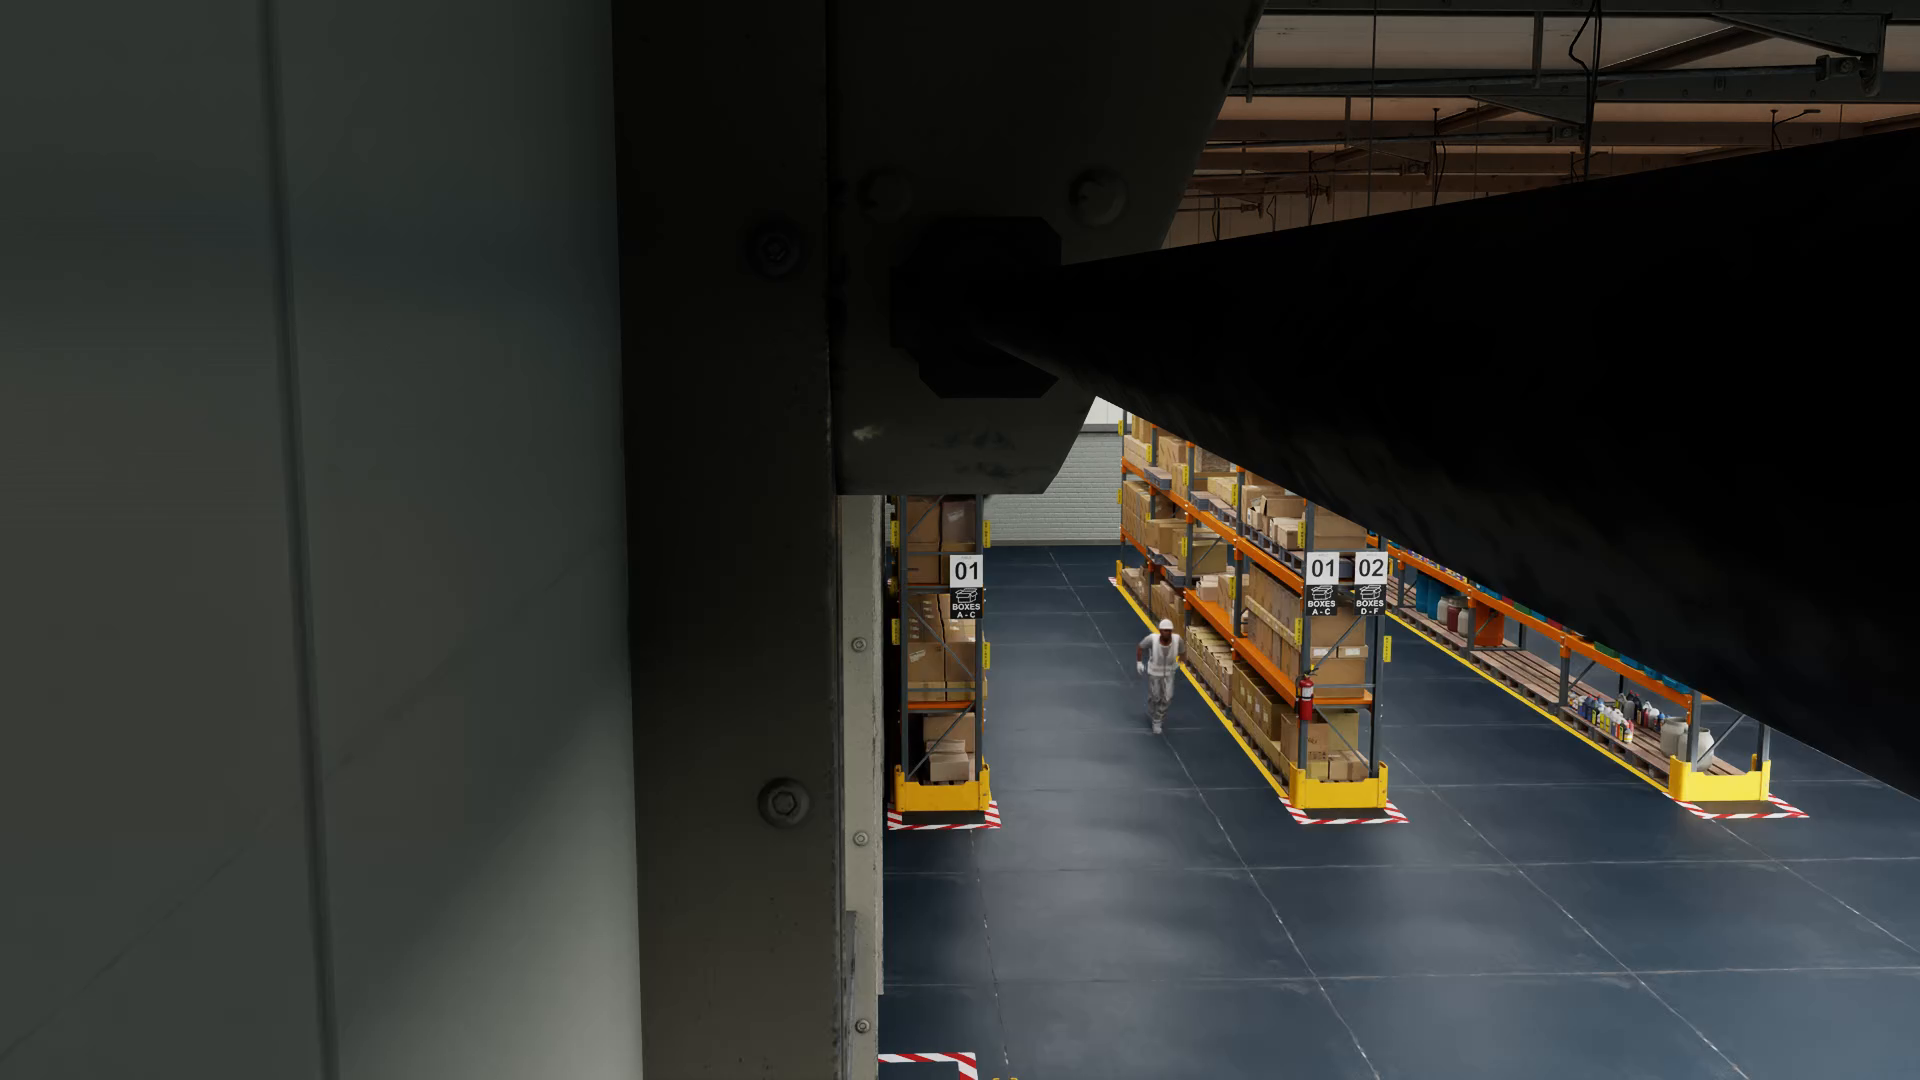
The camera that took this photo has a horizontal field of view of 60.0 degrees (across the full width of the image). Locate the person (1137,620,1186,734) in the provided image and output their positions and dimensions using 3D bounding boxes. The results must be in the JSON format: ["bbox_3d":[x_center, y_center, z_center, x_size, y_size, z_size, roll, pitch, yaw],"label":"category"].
[{"bbox_3d":[2.921,1.957,24.143,0.675,1.704,0.758,-1,9,-10],"label":"person"}]
